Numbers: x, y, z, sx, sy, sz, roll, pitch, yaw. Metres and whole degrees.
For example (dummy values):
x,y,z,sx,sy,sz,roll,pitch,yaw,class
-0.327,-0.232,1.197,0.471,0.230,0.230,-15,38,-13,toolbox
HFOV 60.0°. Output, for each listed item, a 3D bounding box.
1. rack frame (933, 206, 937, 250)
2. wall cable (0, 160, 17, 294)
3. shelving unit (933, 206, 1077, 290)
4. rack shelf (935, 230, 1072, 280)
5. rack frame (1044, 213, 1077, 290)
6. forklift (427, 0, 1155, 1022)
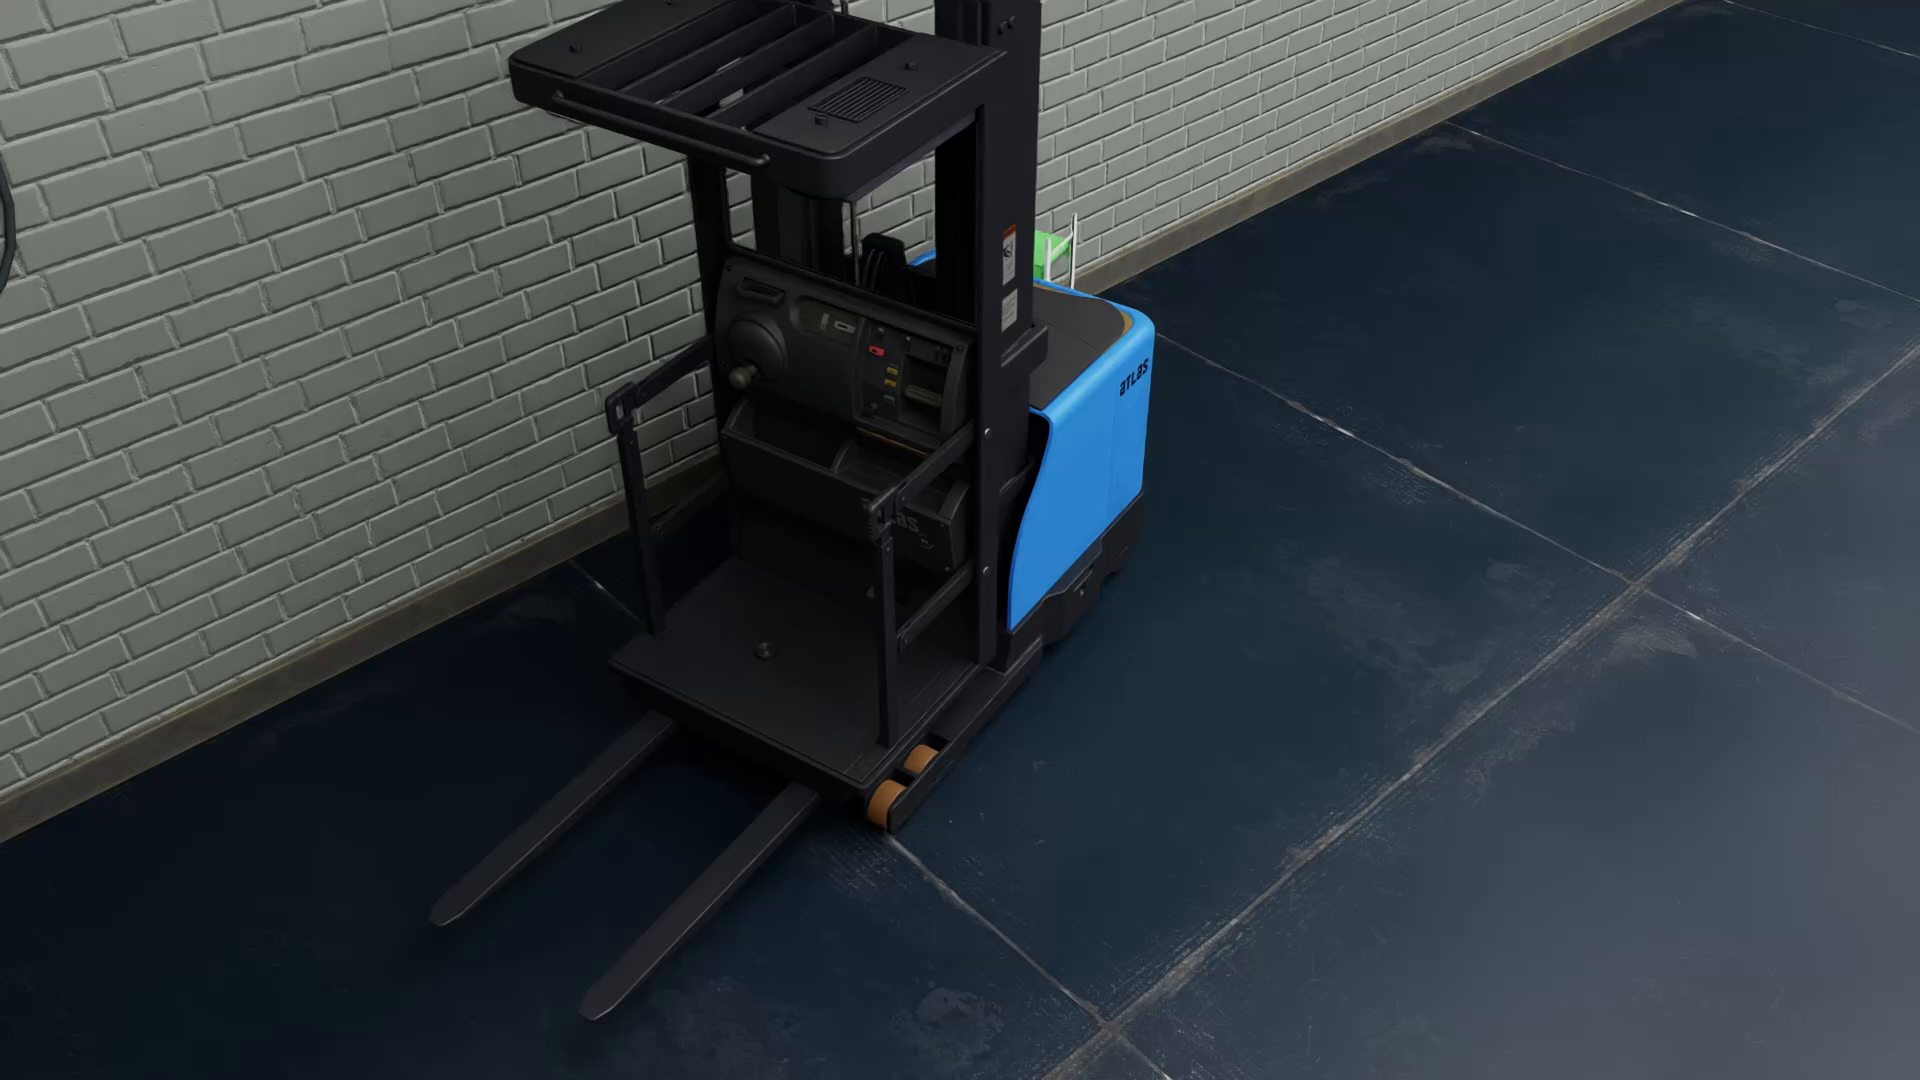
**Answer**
x,y,z,sx,sy,sz,roll,pitch,yaw,class
-0.037,-0.879,6.884,0.015,1.200,0.240,20,43,23,rack frame
-3.739,-0.951,3.237,3.097,2.526,0.112,-30,48,-32,wall cable
0.174,-0.803,6.789,0.503,1.200,0.258,20,43,23,shelving unit
0.174,-1.126,6.527,0.480,0.148,0.258,20,43,23,rack shelf
0.385,-0.726,6.694,0.015,1.200,0.240,20,43,23,rack frame
-0.497,-0.514,5.054,1.130,2.935,3.031,22,44,25,forklift
